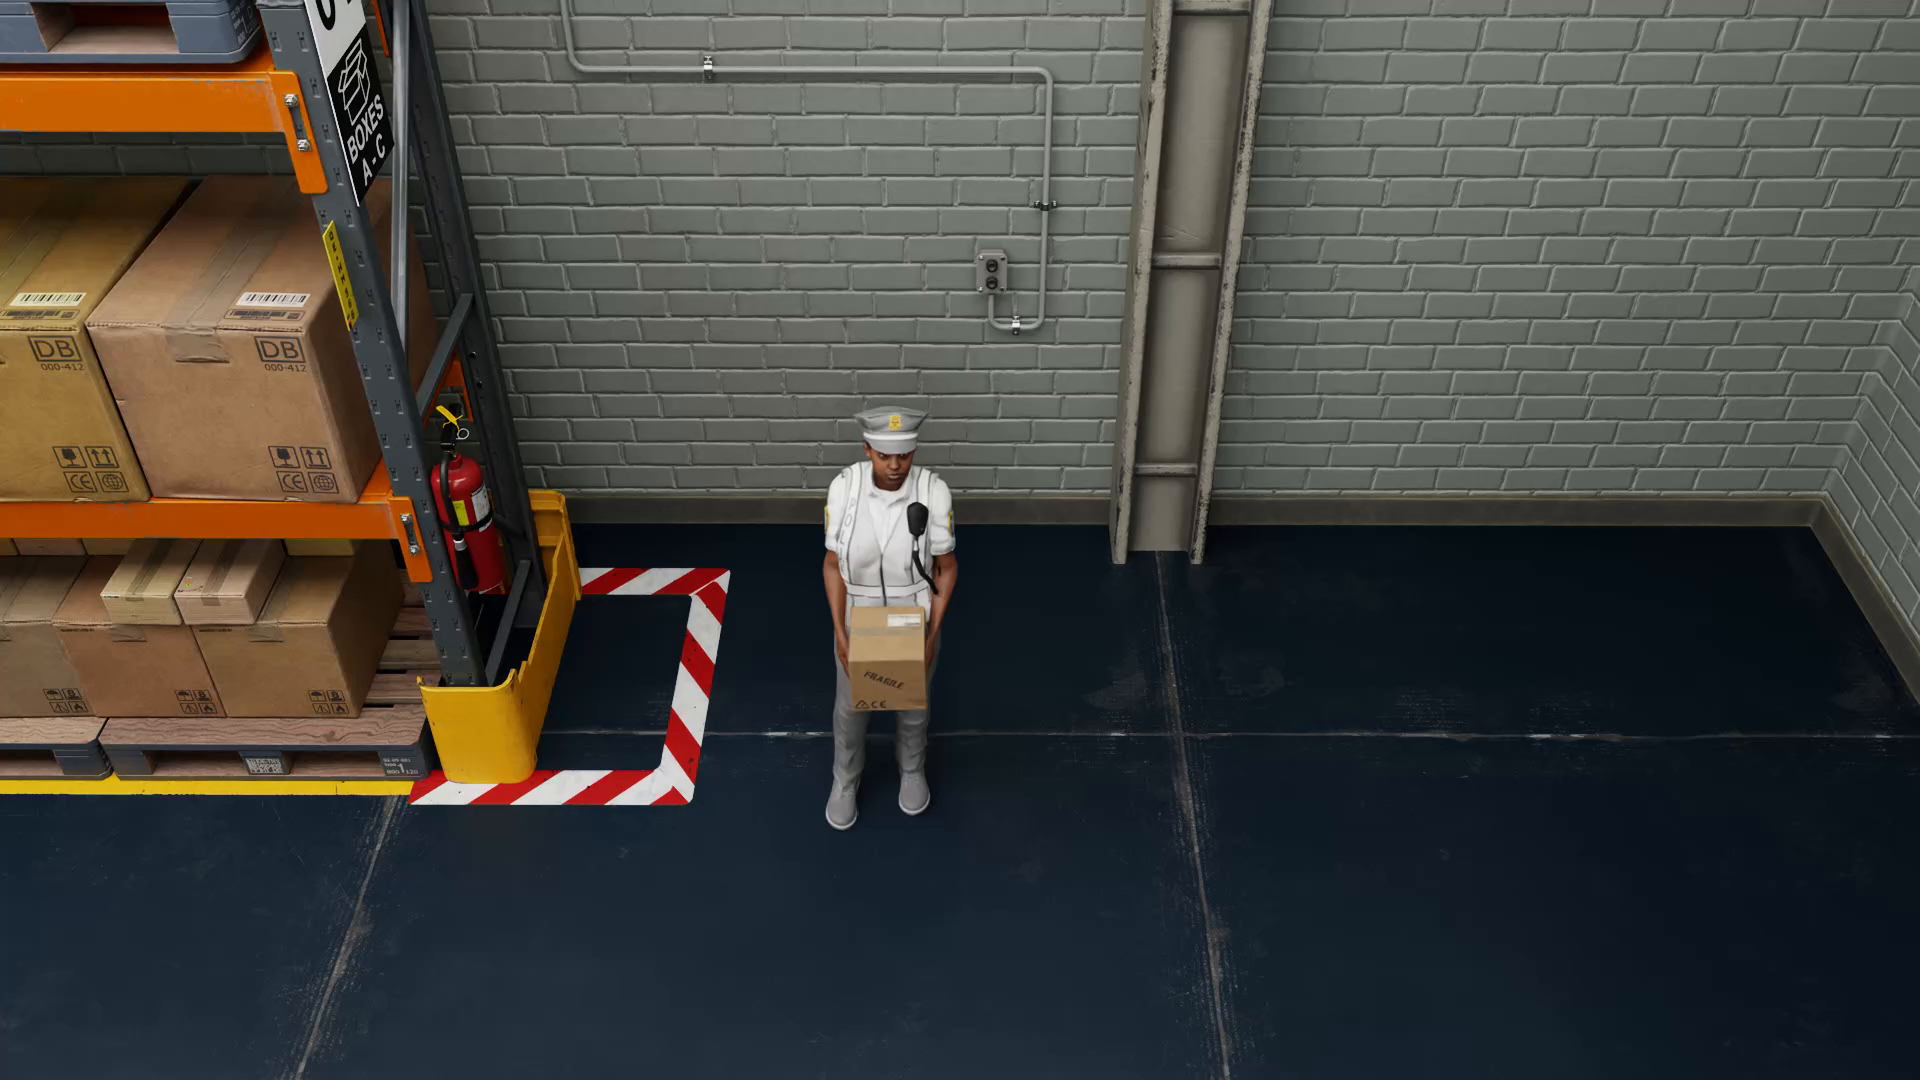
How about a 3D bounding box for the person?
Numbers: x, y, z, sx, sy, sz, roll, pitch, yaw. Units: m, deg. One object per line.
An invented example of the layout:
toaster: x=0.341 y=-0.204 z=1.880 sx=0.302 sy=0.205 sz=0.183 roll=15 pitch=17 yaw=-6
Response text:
person: x=-5.346 y=3.316 z=2.041 sx=10.708 sy=1.838 sz=10.106 roll=0 pitch=40 yaw=0
